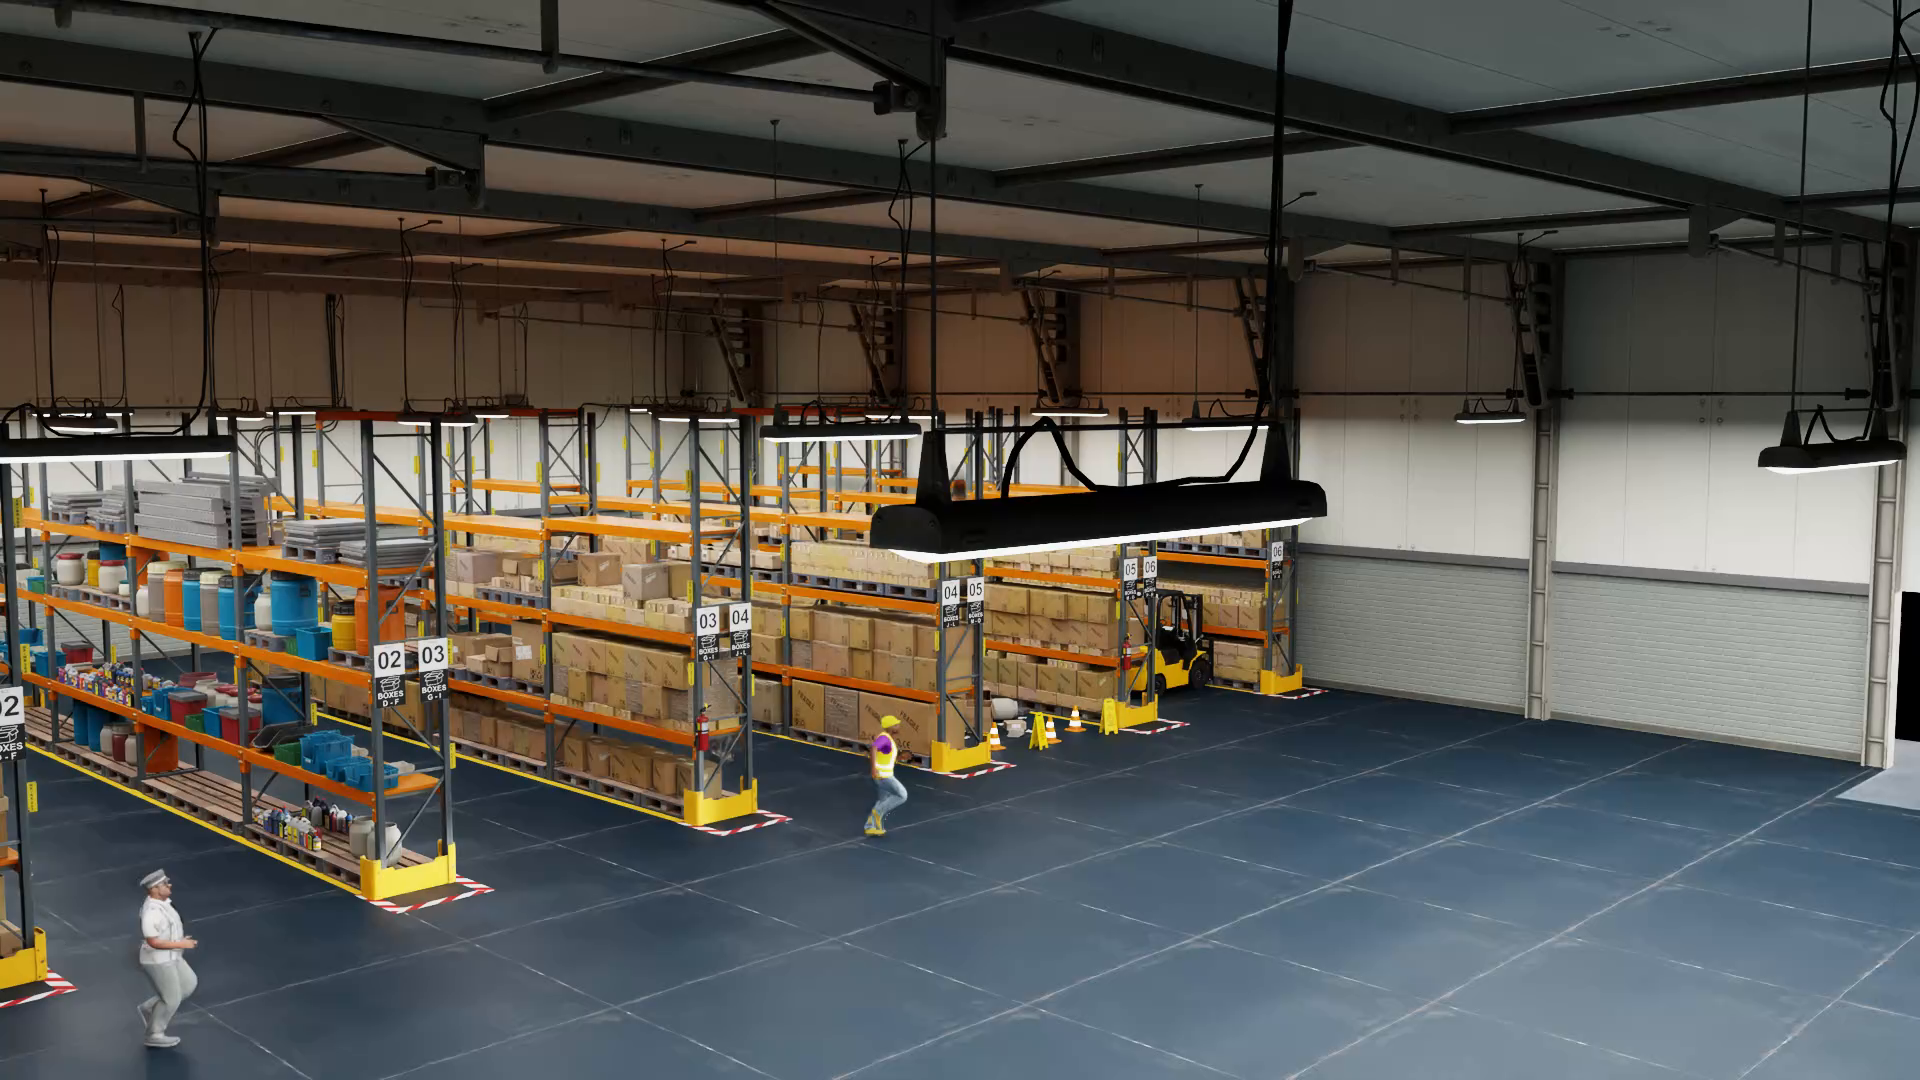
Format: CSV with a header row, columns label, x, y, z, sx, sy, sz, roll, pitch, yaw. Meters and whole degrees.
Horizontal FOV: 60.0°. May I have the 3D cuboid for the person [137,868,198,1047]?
label,x,y,z,sx,sy,sz,roll,pitch,yaw
person,-7.685,4.040,16.126,0.566,1.738,0.639,-2,5,-18

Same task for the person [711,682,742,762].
label,x,y,z,sx,sy,sz,roll,pitch,yaw
person,-4.000,3.010,28.668,0.697,1.638,0.507,3,6,32

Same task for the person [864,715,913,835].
label,x,y,z,sx,sy,sz,roll,pitch,yaw
person,-1.023,3.363,23.769,0.704,1.707,0.748,0,5,-5
